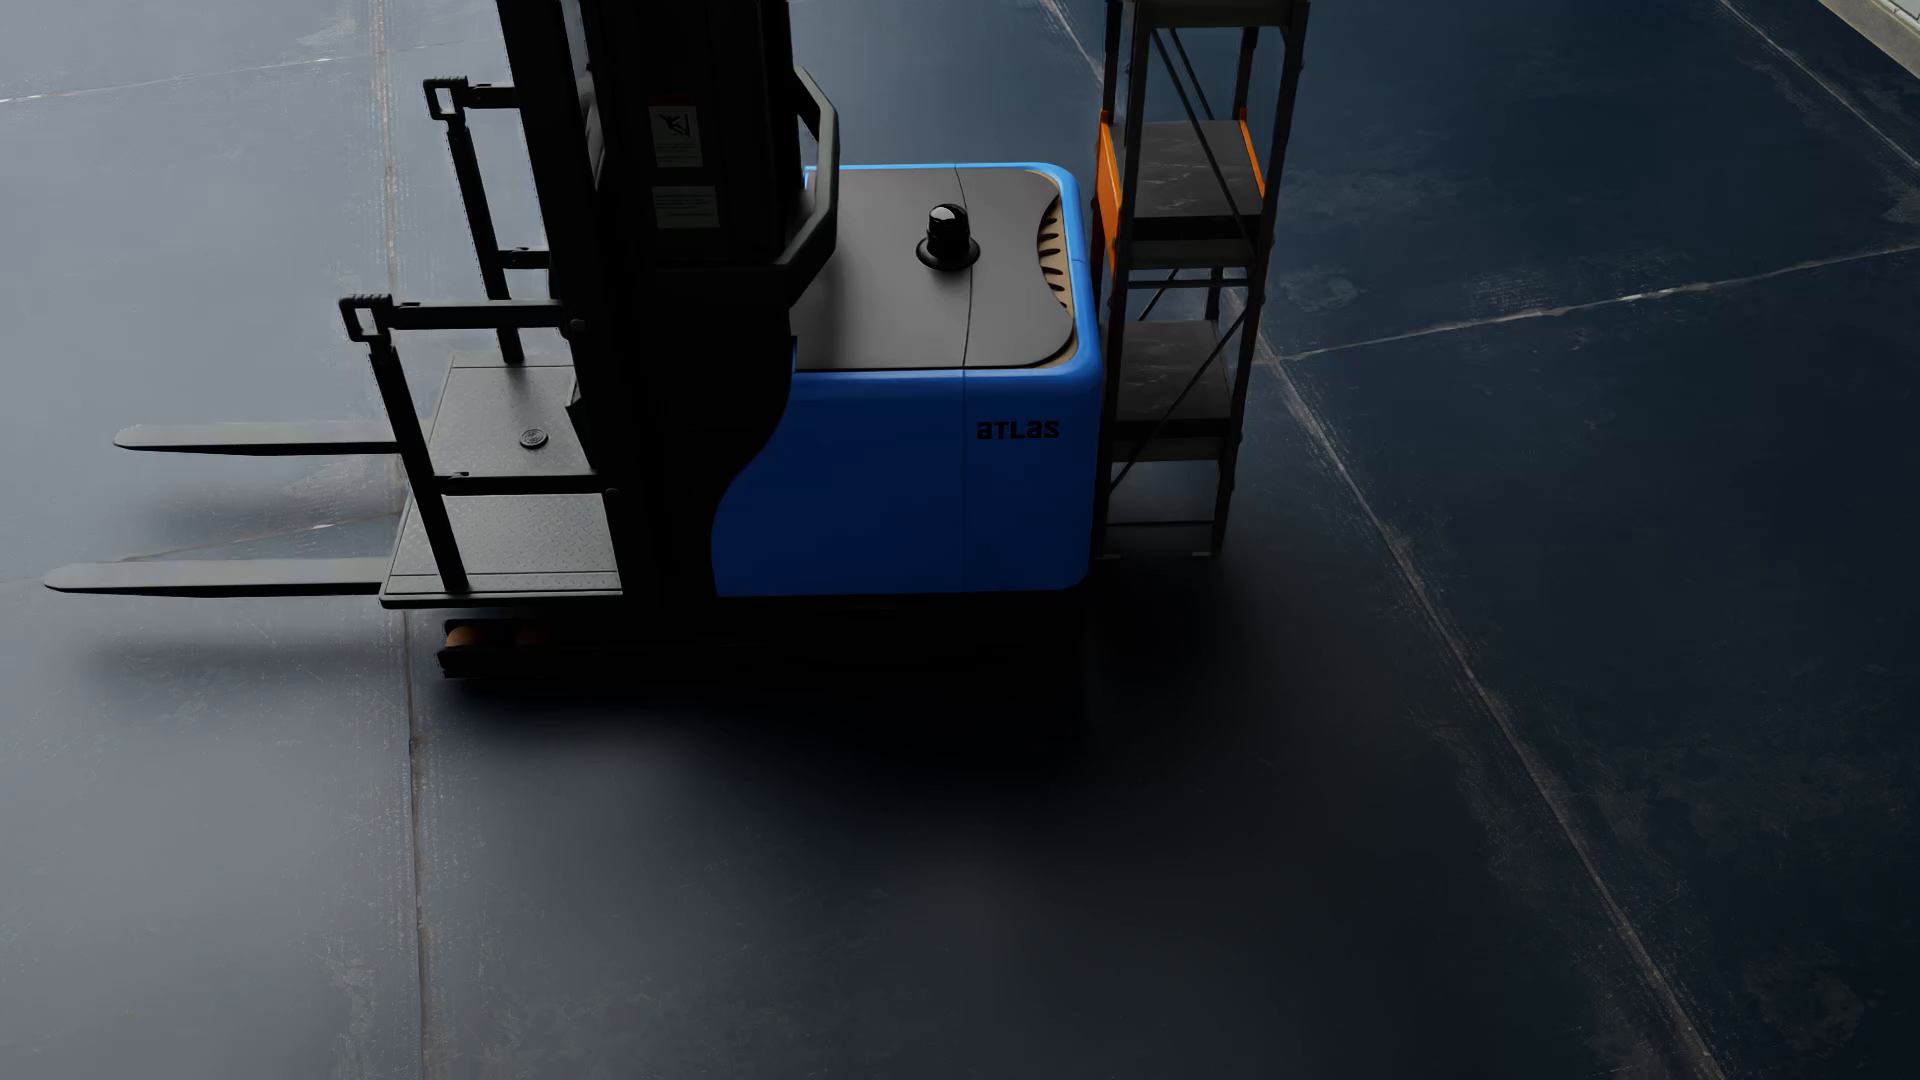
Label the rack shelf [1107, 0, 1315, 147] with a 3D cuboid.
[{"bbox_3d":[0.611,-1.336,4.128,0.431,0.518,0.480,-2,46,-2],"label":"rack shelf"}]

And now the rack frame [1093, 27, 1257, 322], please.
[{"bbox_3d":[0.601,-1.030,4.789,0.400,2.100,0.015,-2,46,-2],"label":"rack frame"}]

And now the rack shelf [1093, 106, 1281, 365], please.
[{"bbox_3d":[0.611,-0.846,4.628,0.431,0.518,0.480,-2,46,-2],"label":"rack shelf"}]

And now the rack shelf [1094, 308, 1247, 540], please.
[{"bbox_3d":[0.611,-0.356,5.128,0.431,0.518,0.480,-2,46,-2],"label":"rack shelf"}]

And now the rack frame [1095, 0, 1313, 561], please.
[{"bbox_3d":[0.621,-0.681,4.448,0.400,2.100,0.015,-2,46,-2],"label":"rack frame"}]

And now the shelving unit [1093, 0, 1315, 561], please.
[{"bbox_3d":[0.611,-0.856,4.618,0.431,2.100,0.503,-2,46,-2],"label":"shelving unit"}]

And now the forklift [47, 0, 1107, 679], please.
[{"bbox_3d":[-1.138,-1.005,4.182,3.031,2.935,1.130,-1,46,-1],"label":"forklift"}]
